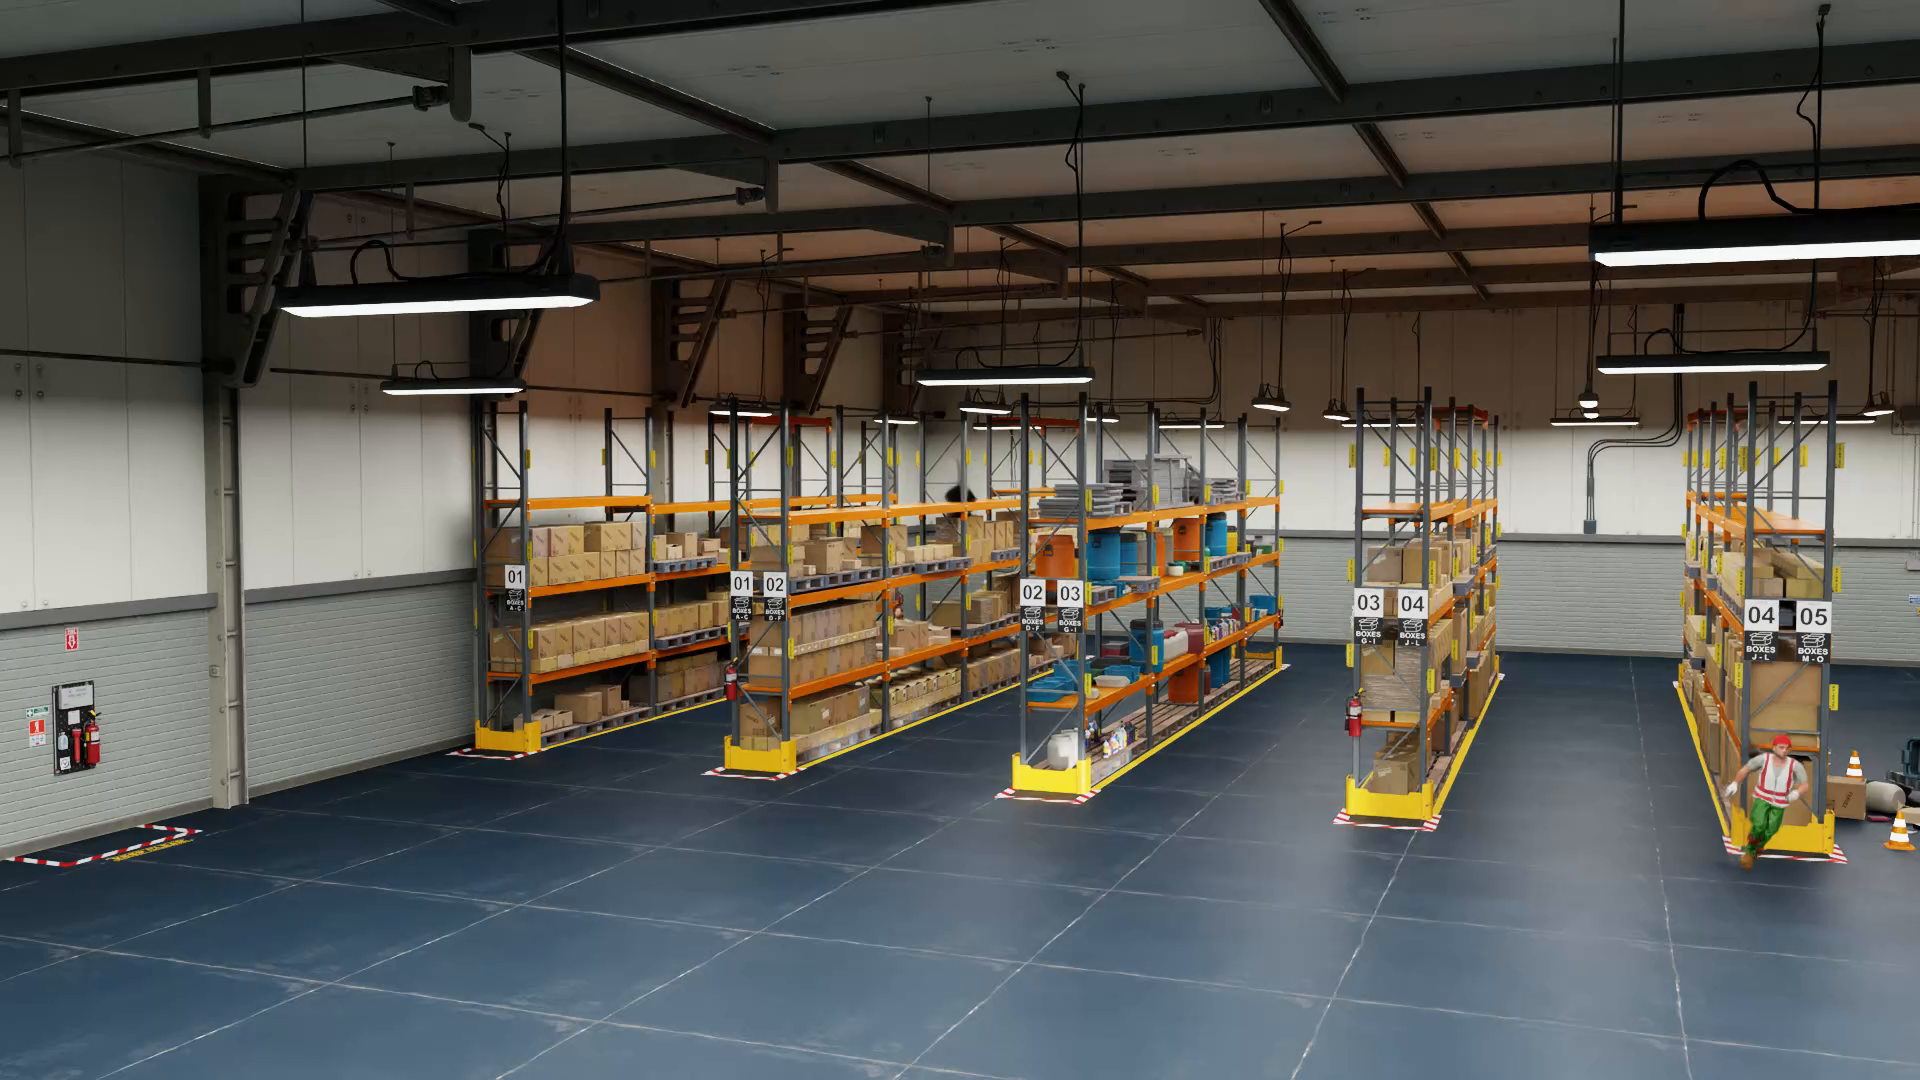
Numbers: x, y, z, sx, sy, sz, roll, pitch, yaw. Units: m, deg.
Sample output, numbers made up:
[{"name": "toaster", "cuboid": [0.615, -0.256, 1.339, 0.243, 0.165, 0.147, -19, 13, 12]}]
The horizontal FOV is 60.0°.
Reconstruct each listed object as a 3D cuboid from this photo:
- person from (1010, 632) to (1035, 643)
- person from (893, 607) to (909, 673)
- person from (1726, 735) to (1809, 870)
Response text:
[{"name": "person", "cuboid": [1.742, 1.956, 43.525, 1.006, 1.775, 0.652, 1, 3, 26]}, {"name": "person", "cuboid": [-1.395, 2.338, 37.744, 0.573, 1.647, 0.625, 1, 3, 20]}, {"name": "person", "cuboid": [9.797, 3.187, 20.115, 0.846, 1.690, 0.702, 1, 3, 11]}]
